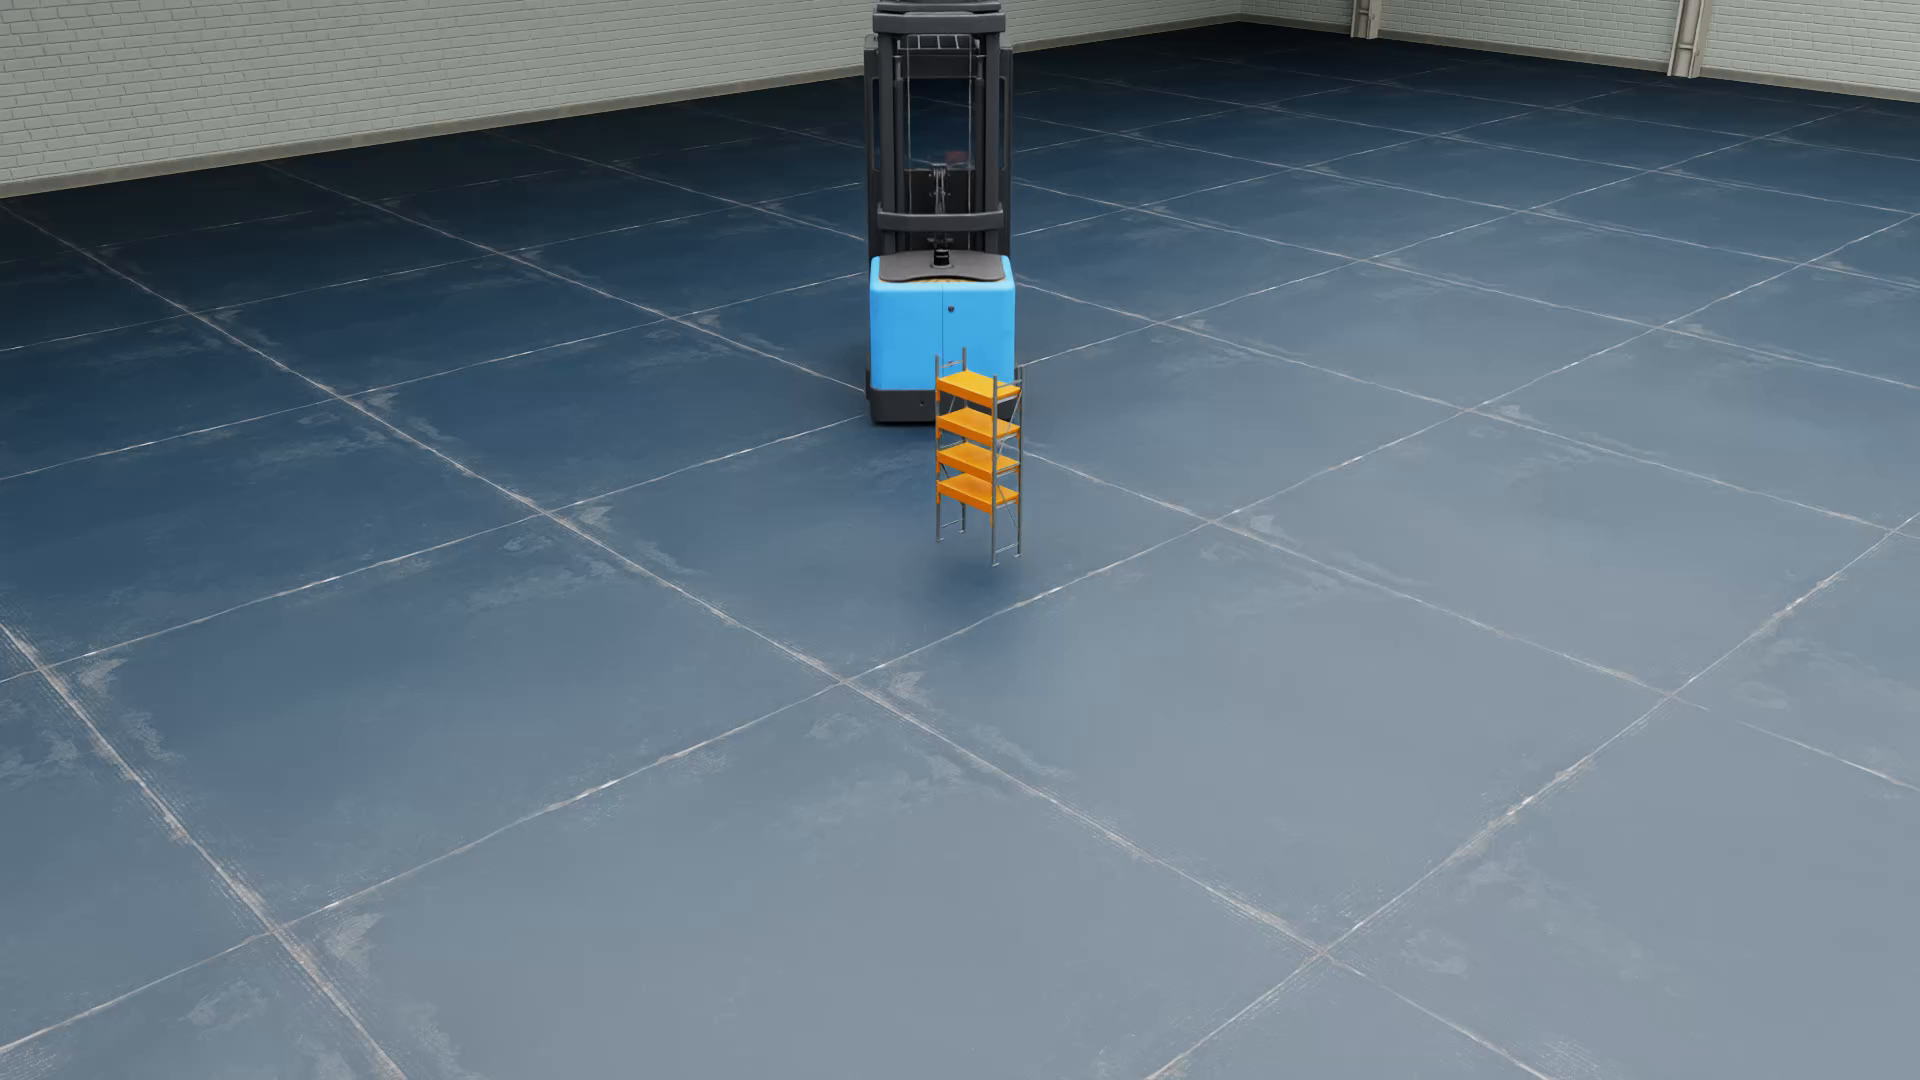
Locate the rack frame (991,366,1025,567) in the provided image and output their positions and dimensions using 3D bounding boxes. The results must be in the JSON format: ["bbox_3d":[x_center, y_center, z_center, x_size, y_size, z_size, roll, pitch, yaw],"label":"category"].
[{"bbox_3d":[0.280,-0.422,9.729,0.240,1.200,0.015,-21,32,-38],"label":"rack frame"}]

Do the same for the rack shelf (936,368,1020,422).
[{"bbox_3d":[0.113,-0.853,9.728,0.258,0.148,0.480,-21,32,-38],"label":"rack shelf"}]

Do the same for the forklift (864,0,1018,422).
[{"bbox_3d":[-0.167,-2.749,12.744,1.130,2.935,3.031,-1,25,-2],"label":"forklift"}]

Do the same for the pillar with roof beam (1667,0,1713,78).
[{"bbox_3d":[8.346,-10.245,21.866,9.100,9.000,0.400,-21,32,-38],"label":"pillar with roof beam"}]

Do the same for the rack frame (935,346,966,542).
[{"bbox_3d":[-0.054,-0.570,10.053,0.240,1.200,0.015,-21,32,-38],"label":"rack frame"}]

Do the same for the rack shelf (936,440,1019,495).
[{"bbox_3d":[0.113,-0.435,9.919,0.258,0.148,0.480,-21,32,-38],"label":"rack shelf"}]

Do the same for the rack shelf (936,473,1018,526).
[{"bbox_3d":[0.113,-0.254,10.001,0.258,0.148,0.480,-21,32,-38],"label":"rack shelf"}]

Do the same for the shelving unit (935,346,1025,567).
[{"bbox_3d":[0.113,-0.496,9.891,0.258,1.200,0.503,-21,32,-38],"label":"shelving unit"}]

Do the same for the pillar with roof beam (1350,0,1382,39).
[{"bbox_3d":[4.245,-12.063,25.851,9.100,9.000,0.400,-21,32,-38],"label":"pillar with roof beam"}]

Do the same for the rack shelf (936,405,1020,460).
[{"bbox_3d":[0.113,-0.638,9.826,0.258,0.148,0.480,-21,32,-38],"label":"rack shelf"}]
